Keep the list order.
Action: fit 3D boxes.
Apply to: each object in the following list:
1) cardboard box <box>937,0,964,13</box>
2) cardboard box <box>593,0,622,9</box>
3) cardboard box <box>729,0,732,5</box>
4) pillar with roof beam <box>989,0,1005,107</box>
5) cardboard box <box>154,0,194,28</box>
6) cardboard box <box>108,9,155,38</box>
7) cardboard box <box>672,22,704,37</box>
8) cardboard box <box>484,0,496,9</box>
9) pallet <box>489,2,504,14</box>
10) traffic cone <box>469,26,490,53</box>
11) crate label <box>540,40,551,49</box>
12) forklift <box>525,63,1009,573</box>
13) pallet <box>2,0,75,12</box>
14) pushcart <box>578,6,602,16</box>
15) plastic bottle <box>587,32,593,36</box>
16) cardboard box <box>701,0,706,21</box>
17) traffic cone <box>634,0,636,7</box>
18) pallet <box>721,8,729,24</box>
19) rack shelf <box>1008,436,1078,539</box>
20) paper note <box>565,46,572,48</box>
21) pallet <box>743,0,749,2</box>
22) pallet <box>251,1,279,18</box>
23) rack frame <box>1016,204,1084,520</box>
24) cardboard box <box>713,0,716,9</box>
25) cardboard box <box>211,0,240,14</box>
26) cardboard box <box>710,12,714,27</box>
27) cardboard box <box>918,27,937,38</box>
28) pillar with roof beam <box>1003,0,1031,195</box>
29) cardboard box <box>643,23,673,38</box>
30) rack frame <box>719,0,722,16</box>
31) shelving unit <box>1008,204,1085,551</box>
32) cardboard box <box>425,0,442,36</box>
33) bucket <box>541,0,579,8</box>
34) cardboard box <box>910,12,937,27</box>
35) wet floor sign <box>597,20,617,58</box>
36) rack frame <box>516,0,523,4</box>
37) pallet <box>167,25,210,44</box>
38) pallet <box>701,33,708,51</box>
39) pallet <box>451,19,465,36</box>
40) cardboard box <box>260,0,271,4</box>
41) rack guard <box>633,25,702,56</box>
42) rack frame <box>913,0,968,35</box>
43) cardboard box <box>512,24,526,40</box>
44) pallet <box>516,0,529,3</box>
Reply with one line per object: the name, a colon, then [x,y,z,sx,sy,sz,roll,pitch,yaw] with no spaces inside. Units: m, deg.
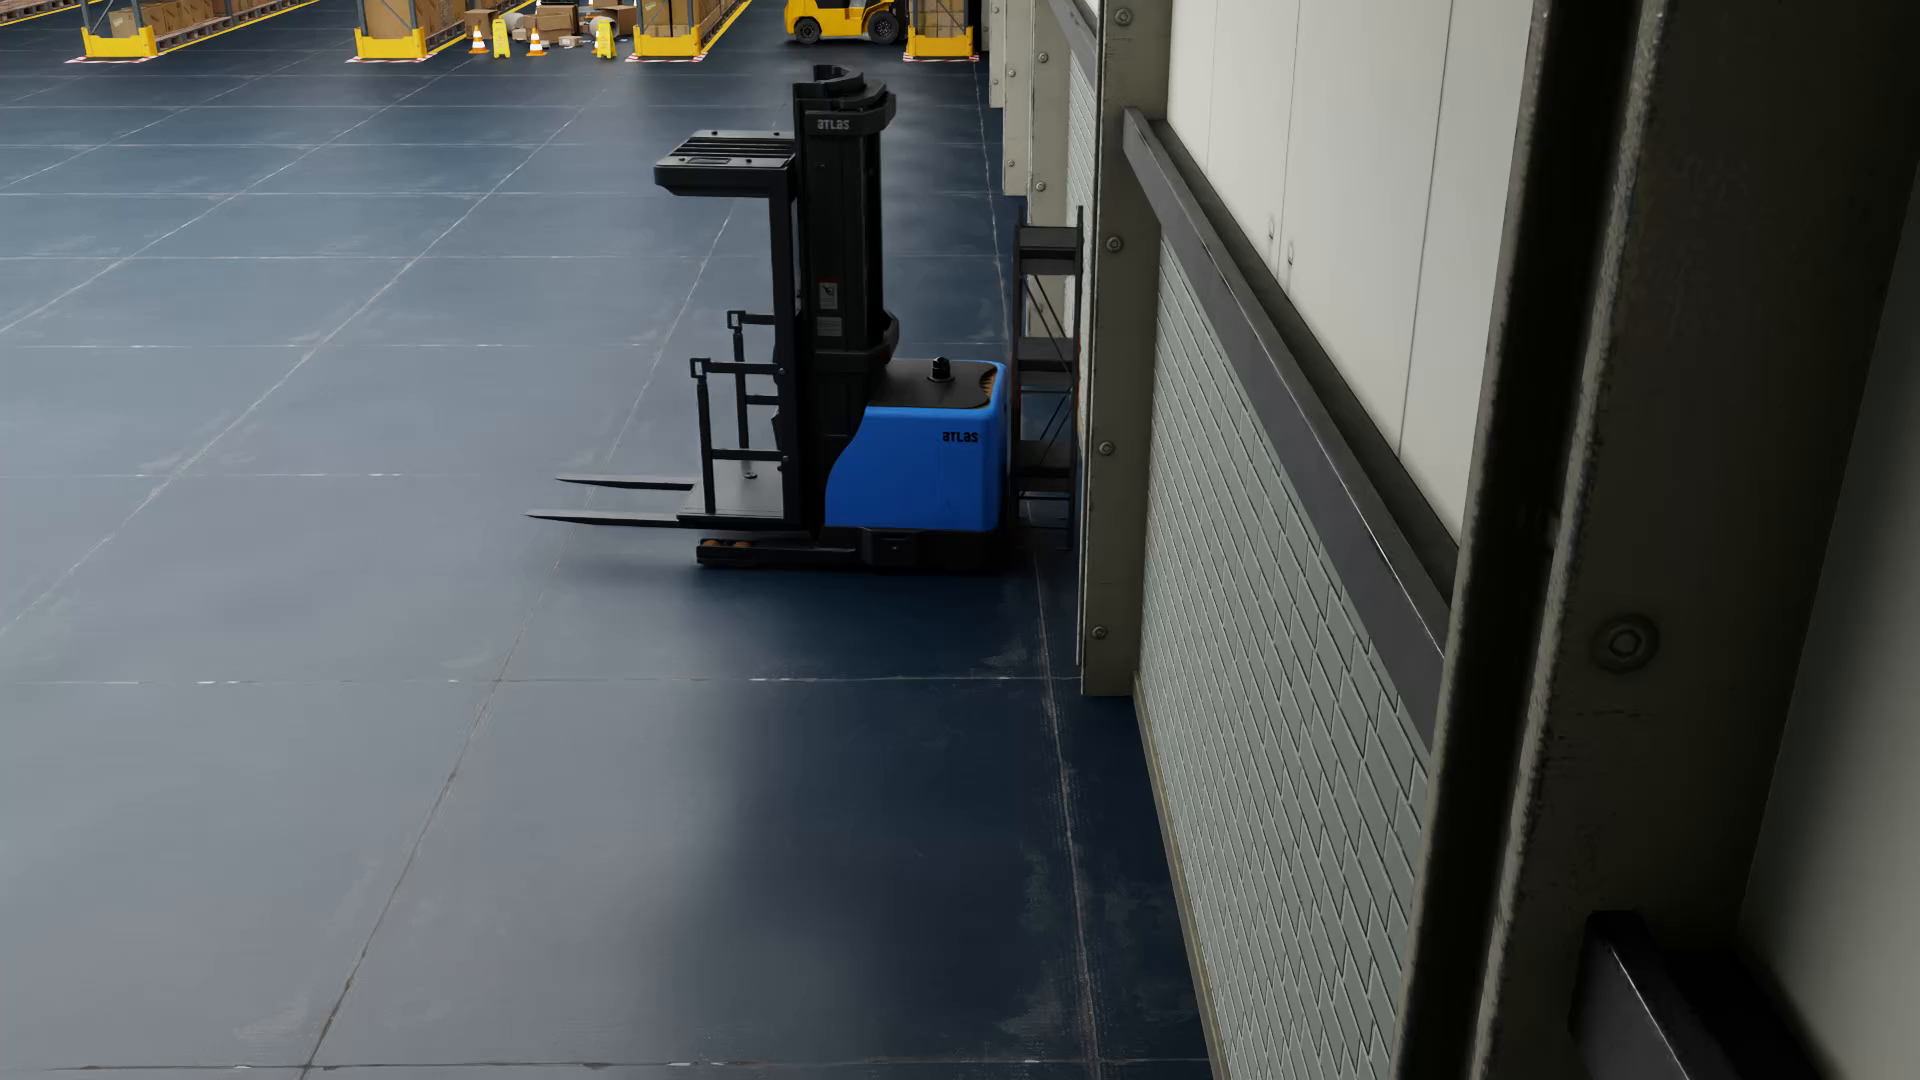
cardboard box: [-0.167,-9.807,30.407,0.500,0.250,0.500,-1,24,-1]
cardboard box: [-7.137,-11.024,33.599,0.500,0.500,0.500,0,24,-1]
cardboard box: [-5.386,-11.631,35.507,0.950,0.372,0.625,1,24,1]
pillar with roof beam: [-3.696,-10.747,23.591,9.100,9.000,0.400,0,24,-1]
cardboard box: [-15.204,-10.190,32.164,0.500,0.500,0.500,-2,24,-5]
cardboard box: [-15.214,-9.455,30.540,0.500,0.500,0.500,4,25,9]
cardboard box: [-5.046,-9.462,30.859,0.500,0.250,0.500,0,24,-1]
cardboard box: [-10.410,-11.594,34.965,1.050,0.750,0.750,0,24,-1]
pallet: [-10.406,-11.326,35.535,1.003,0.211,1.213,0,24,-1]
traffic cone: [-8.849,-9.196,30.520,0.336,0.463,0.334,0,24,-1]
crate label: [-7.786,-9.236,31.005,0.250,0.136,0.298,-14,28,-28]
forklift: [-1.226,-1.370,10.222,3.031,2.935,1.130,2,24,5]
pallet: [-20.294,-11.830,36.650,1.003,0.211,1.213,0,24,-1]
pushcart: [-7.637,-10.613,33.757,1.648,0.377,0.936,-9,26,-19]
plastic bottle: [-7.219,-9.959,32.696,0.133,0.061,0.283,4,25,9]
cardboard box: [-5.057,-10.029,31.202,0.500,0.500,0.500,-1,24,-3]
traffic cone: [-6.771,-11.187,34.924,0.336,0.463,0.334,0,24,-1]
pallet: [-5.368,-10.889,34.569,1.003,0.211,1.213,0,24,-1]
rack shelf: [0.538,-0.348,10.704,0.431,0.518,0.480,2,24,4]
paper note: [-7.315,-9.218,31.094,0.148,0.019,0.142,-9,26,-19]
pallet: [-5.335,-12.541,38.223,1.003,0.211,1.213,0,24,-1]
pallet: [-15.293,-11.348,35.585,1.003,0.211,1.213,0,24,-1]
rack frame: [0.558,-1.099,10.631,0.400,2.100,0.015,2,24,4]
cardboard box: [-5.076,-10.666,32.611,0.500,0.500,0.500,0,24,0]
cardboard box: [-15.252,-11.109,34.171,0.700,0.500,0.500,-2,24,-5]
cardboard box: [-5.066,-10.106,32.281,0.500,0.250,0.500,0,24,0]
cardboard box: [-0.672,-9.345,30.599,0.500,0.250,0.500,0,24,0]
pillar with roof beam: [-3.631,-8.274,18.125,9.100,9.000,0.400,0,24,-1]
cardboard box: [-5.592,-9.470,30.877,0.500,0.250,0.500,0,24,-1]
rack frame: [-5.358,-11.838,33.285,1.000,3.000,0.127,0,24,-1]
shelving unit: [0.538,-0.999,10.410,0.431,2.100,0.503,2,24,4]
cardboard box: [-10.348,-9.991,31.270,0.875,0.875,0.875,-1,24,-1]
bucket: [-7.999,-10.930,33.404,0.726,0.611,0.620,8,16,18]
cardboard box: [-0.669,-9.579,30.511,0.500,0.250,0.500,-1,24,-1]
wet floor sign: [-6.382,-9.034,29.942,0.267,0.644,0.232,8,26,18]
rack frame: [-10.350,-13.423,36.788,1.000,3.000,0.127,0,24,-1]
pallet: [-15.208,-9.743,32.036,1.003,0.211,1.213,0,24,-1]
pallet: [-5.288,-9.286,31.025,1.003,0.211,1.213,0,24,-1]
pallet: [-10.376,-10.190,33.025,1.003,0.211,1.213,0,24,-1]
cardboard box: [-15.252,-11.766,35.624,0.700,0.500,0.500,2,24,4]
rack guard: [-5.315,-9.083,30.225,1.175,0.500,0.348,0,24,-1]
rack frame: [-0.351,-10.214,29.694,1.000,3.000,0.127,0,24,-1]
cardboard box: [-8.446,-9.829,32.160,0.396,0.266,0.258,4,25,9]
pallet: [-10.357,-12.474,38.075,1.003,0.211,1.213,0,24,-1]
